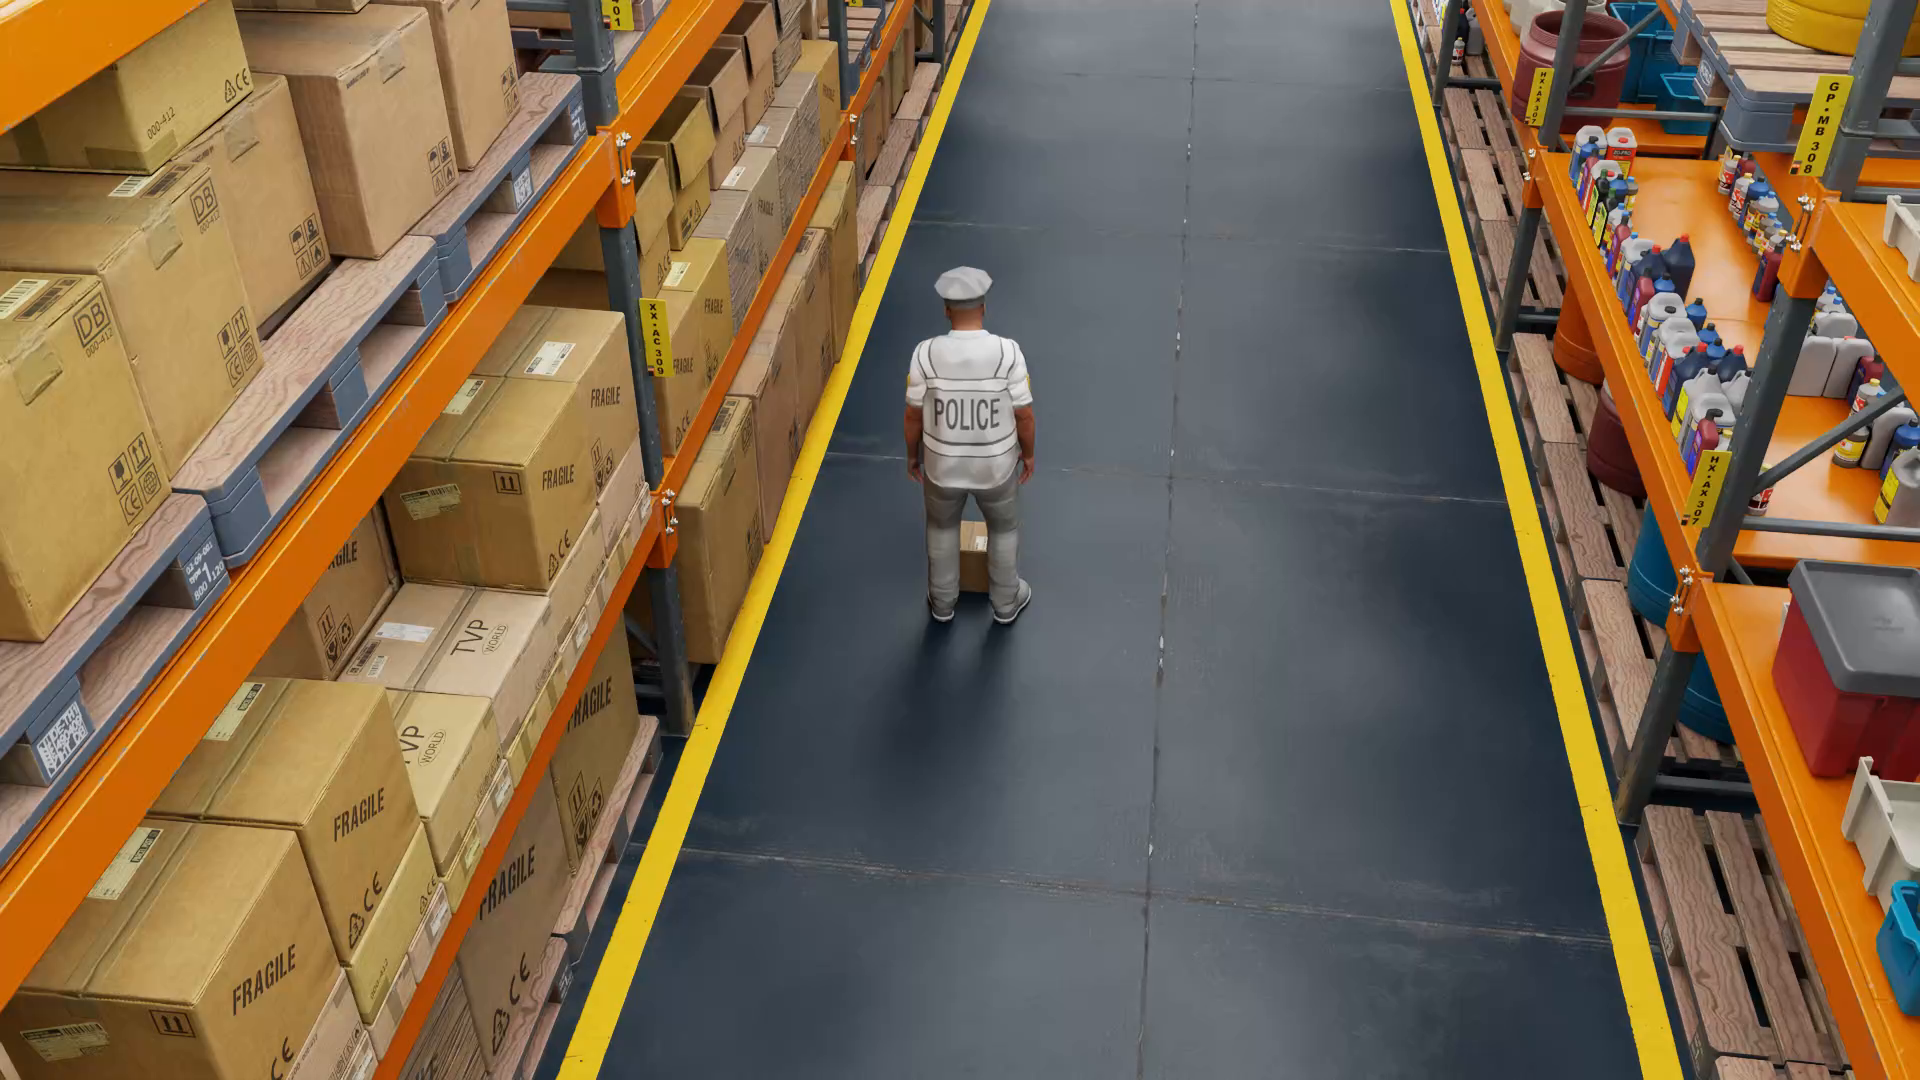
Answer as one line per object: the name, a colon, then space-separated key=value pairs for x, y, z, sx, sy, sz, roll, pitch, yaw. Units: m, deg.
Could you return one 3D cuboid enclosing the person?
person: x=0.044 y=-0.364 z=7.537 sx=0.589 sy=1.746 sz=0.438 roll=2 pitch=36 yaw=3
